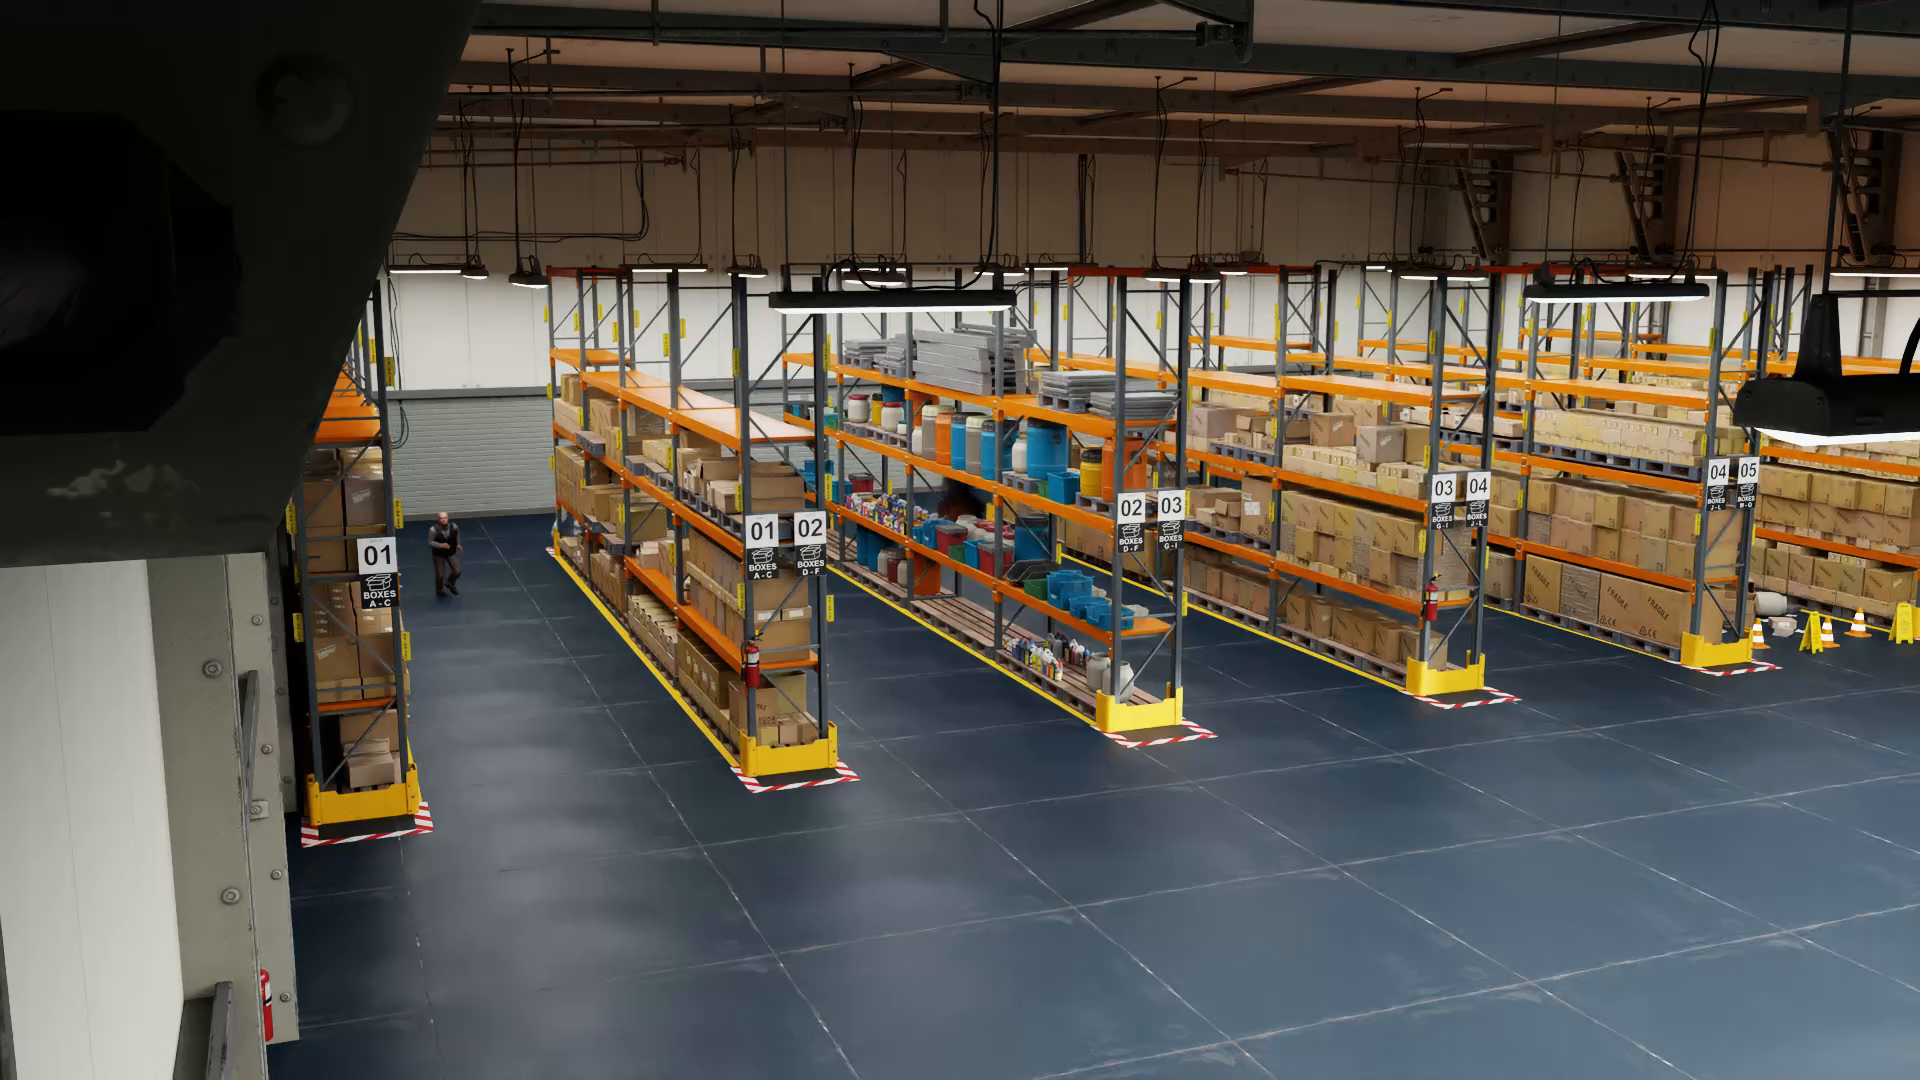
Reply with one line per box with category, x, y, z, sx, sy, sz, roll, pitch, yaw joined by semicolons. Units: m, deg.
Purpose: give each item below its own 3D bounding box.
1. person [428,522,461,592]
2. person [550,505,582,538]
person;-9.465;0.314;30.510;0.653;1.391;0.709;-7;12;-33
person;-8.532;-0.837;36.271;0.864;1.842;0.646;2;10;9
